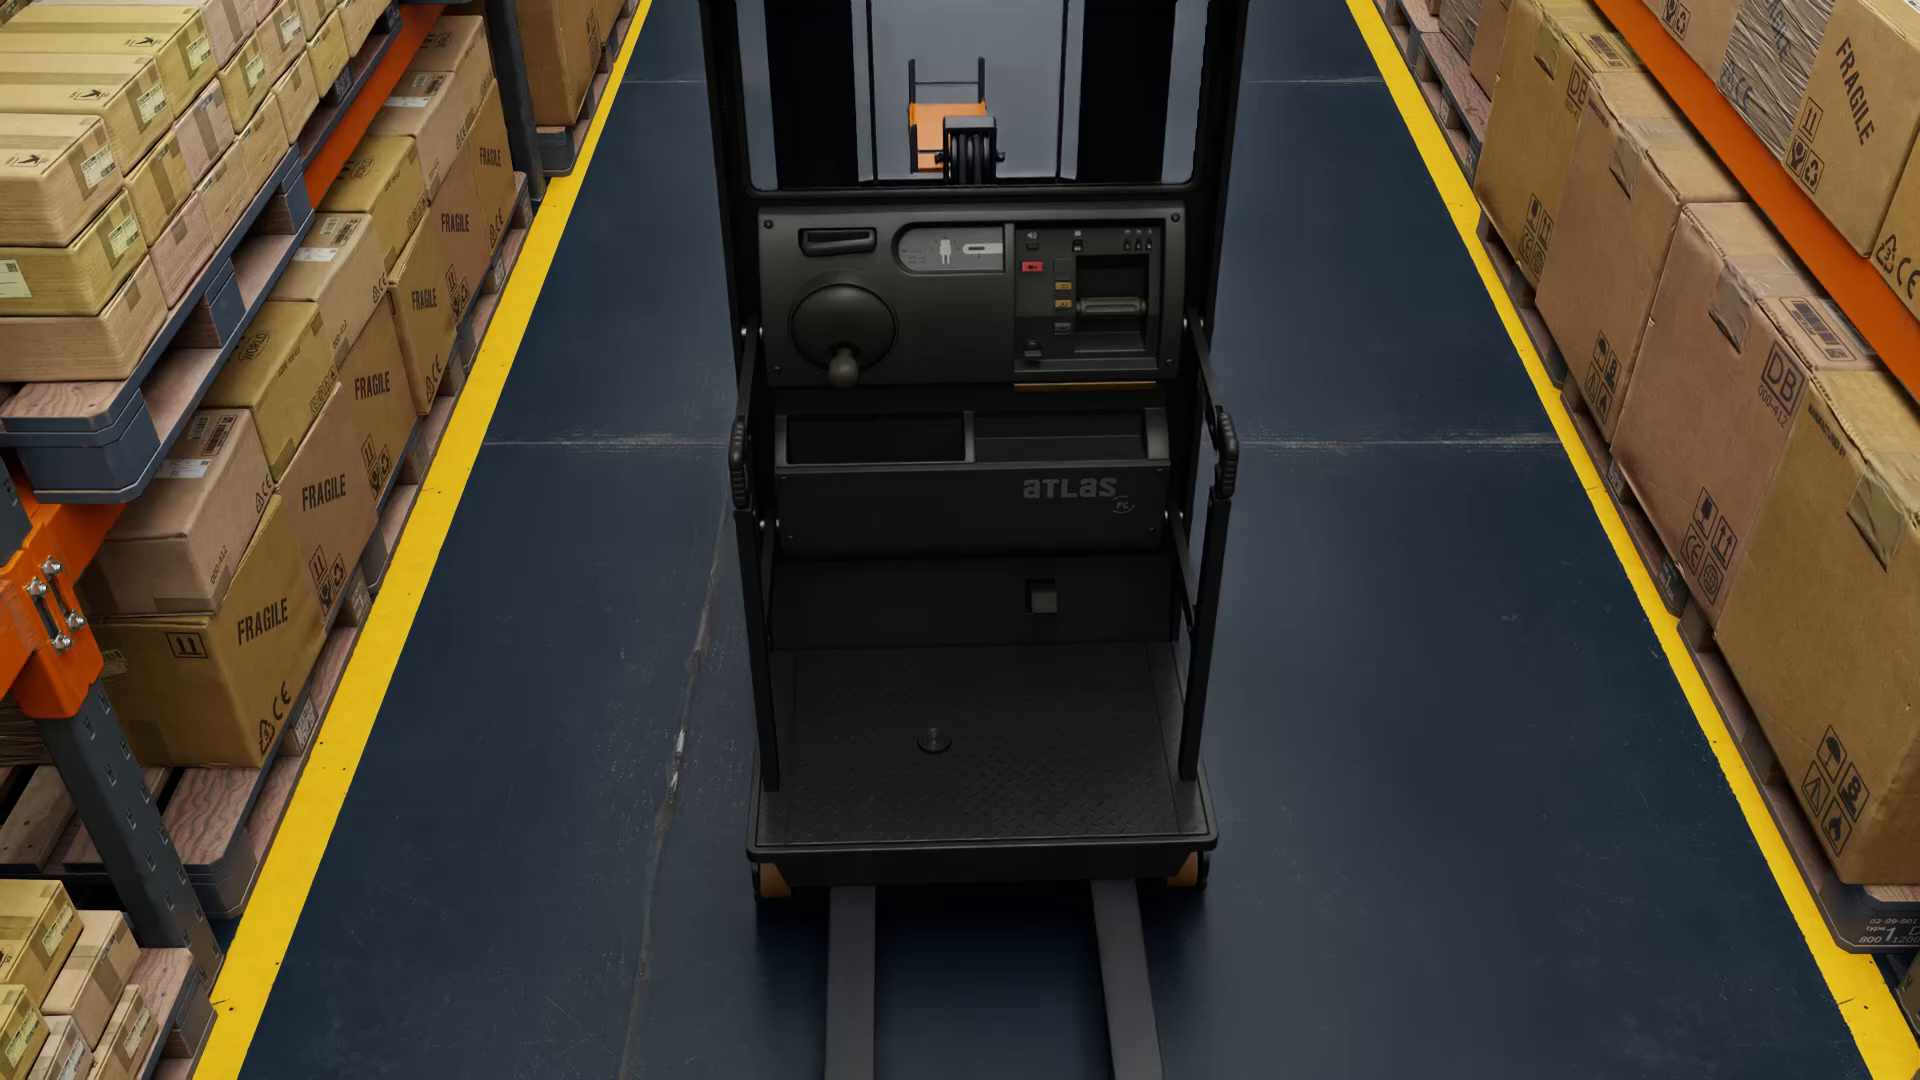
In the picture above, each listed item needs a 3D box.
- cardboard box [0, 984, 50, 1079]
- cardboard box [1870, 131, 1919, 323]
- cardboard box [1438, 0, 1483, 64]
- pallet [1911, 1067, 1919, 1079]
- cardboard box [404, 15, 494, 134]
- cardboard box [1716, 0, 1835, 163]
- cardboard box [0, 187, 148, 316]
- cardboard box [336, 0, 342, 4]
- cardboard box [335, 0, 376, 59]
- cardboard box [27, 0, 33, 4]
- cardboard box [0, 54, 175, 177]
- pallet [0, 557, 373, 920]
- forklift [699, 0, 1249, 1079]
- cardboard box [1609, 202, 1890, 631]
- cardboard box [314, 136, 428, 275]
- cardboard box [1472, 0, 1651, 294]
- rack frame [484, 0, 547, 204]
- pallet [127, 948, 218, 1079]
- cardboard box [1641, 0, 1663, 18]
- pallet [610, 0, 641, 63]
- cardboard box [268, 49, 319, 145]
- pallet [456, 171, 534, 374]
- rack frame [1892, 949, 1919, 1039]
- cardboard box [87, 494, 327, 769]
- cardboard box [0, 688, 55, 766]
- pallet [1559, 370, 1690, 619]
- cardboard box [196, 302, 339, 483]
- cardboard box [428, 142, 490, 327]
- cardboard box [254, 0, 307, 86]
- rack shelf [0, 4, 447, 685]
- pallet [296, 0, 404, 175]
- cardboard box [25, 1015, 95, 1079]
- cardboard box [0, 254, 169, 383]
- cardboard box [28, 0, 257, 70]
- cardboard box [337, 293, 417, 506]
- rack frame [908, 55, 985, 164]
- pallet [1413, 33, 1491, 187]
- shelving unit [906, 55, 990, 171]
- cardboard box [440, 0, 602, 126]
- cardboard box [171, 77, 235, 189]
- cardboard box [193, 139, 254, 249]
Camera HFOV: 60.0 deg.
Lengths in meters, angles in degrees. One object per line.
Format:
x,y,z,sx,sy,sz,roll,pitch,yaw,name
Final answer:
-1.962,0.974,3.104,0.380,0.149,0.250,0,39,1,cardboard box
2.430,-0.706,3.652,0.500,0.500,0.500,1,39,1,cardboard box
2.659,-2.529,7.654,0.700,0.500,0.500,-3,39,-4,cardboard box
2.620,1.499,3.211,1.003,0.211,1.213,0,39,0,pallet
-2.004,-1.680,6.011,0.500,0.250,0.500,-1,39,-1,cardboard box
2.427,-1.346,4.451,0.500,0.500,0.500,0,39,0,cardboard box
-1.803,-0.553,3.169,0.380,0.149,0.250,1,39,1,cardboard box
-1.807,-1.531,4.389,0.380,0.149,0.250,-1,39,-1,cardboard box
-1.807,-1.411,4.478,0.380,0.149,0.250,-2,39,-2,cardboard box
-2.466,-1.380,4.200,0.380,0.149,0.250,0,39,0,cardboard box
-1.810,-0.844,3.294,0.380,0.149,0.250,1,39,1,cardboard box
-2.265,0.477,4.486,1.003,0.211,1.213,0,39,0,pallet
0.038,-0.461,3.481,1.130,2.935,3.031,-1,39,-2,forklift
2.675,-0.359,4.662,1.225,0.875,0.875,-1,39,-2,cardboard box
-2.008,-1.046,5.220,0.500,0.250,0.500,1,39,1,cardboard box
2.673,-1.470,6.048,1.225,0.875,0.875,-2,39,-2,cardboard box
-2.267,-2.626,6.128,1.000,3.000,0.127,0,39,0,rack frame
-2.227,1.383,3.355,1.003,0.211,1.213,0,39,0,pallet
2.424,-1.979,5.241,0.500,0.500,0.500,-1,39,-1,cardboard box
-2.191,-2.792,8.565,1.003,0.211,1.213,0,39,0,pallet
-1.806,-1.083,4.068,0.380,0.149,0.250,-2,39,-2,cardboard box
-2.268,-1.049,6.391,1.003,0.211,1.213,0,39,0,pallet
2.697,-0.065,2.933,1.000,3.000,0.127,0,39,0,rack frame
-1.998,0.225,4.234,0.500,0.500,0.500,1,39,2,cardboard box
-2.515,0.224,4.235,0.500,0.500,0.500,-1,39,-1,cardboard box
2.617,-0.224,5.361,1.003,0.211,1.213,0,39,0,pallet
-2.002,-0.401,4.415,0.500,0.250,0.500,1,39,1,cardboard box
-2.008,-1.079,5.860,0.500,0.500,0.500,1,39,2,cardboard box
-1.810,-1.208,3.986,0.380,0.149,0.250,1,39,2,cardboard box
-2.265,-1.095,4.793,1.077,0.370,4.000,0,39,0,rack shelf
-2.224,-1.313,4.644,1.003,0.211,1.213,0,39,0,pallet
-1.932,1.074,3.217,0.380,0.149,0.250,-2,39,-2,cardboard box
-1.803,-0.437,3.262,0.380,0.149,0.250,-2,39,-2,cardboard box
-1.805,-1.160,3.688,0.380,0.149,0.250,-1,39,-1,cardboard box
-2.015,-0.434,5.056,0.500,0.500,0.500,1,39,1,cardboard box
-0.042,-1.050,5.600,0.240,1.200,0.015,-1,39,-2,rack frame
2.693,-1.967,7.536,1.003,0.211,1.213,0,39,0,pallet
-0.034,-0.897,5.410,0.258,1.200,0.503,-1,39,-2,shelving unit
-2.178,-2.293,7.176,1.050,0.750,0.750,-1,39,-1,cardboard box
-1.806,-0.877,3.573,0.380,0.149,0.250,1,39,1,cardboard box
-1.806,-0.767,3.673,0.380,0.149,0.250,0,39,0,cardboard box
